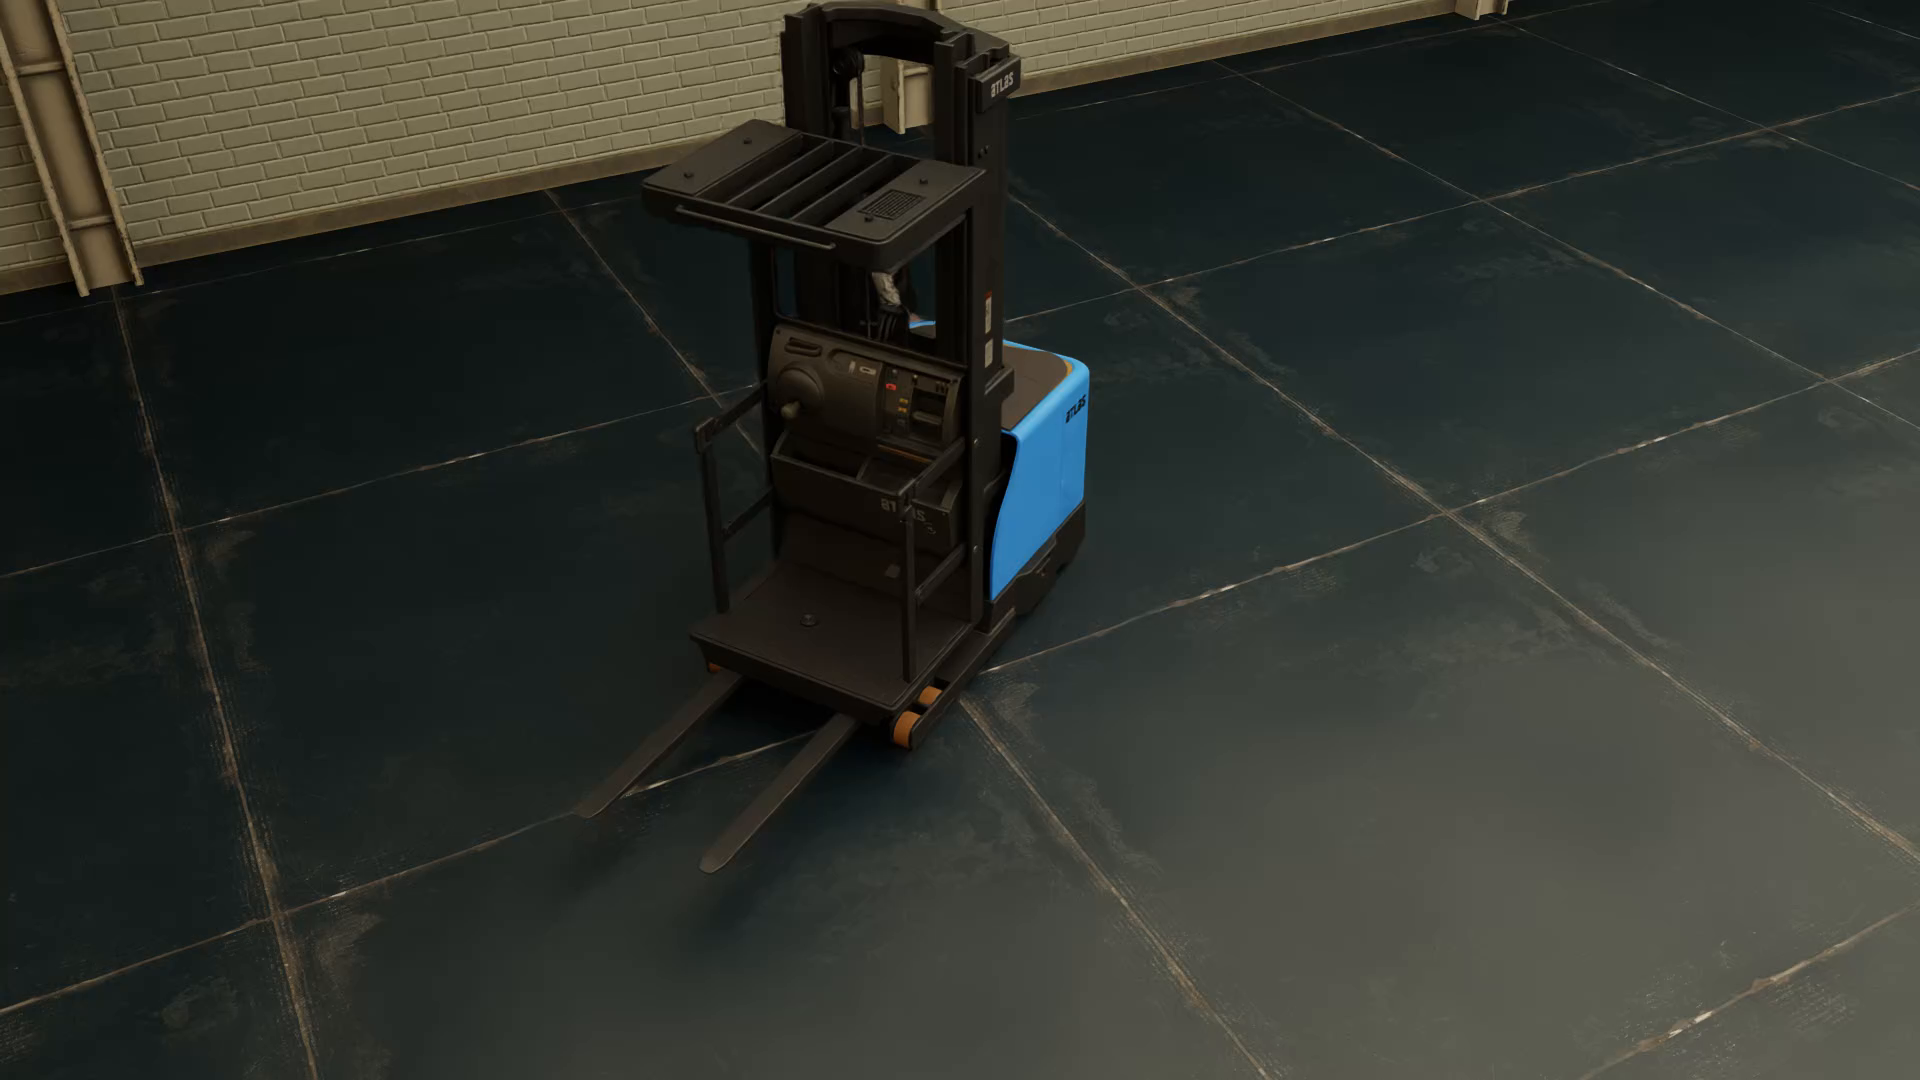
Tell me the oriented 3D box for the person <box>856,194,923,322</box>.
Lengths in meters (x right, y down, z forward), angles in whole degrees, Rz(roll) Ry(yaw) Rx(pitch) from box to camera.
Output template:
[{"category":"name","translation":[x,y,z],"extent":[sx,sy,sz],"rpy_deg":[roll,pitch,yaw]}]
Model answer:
[{"category":"person","translation":[-0.382,-1.285,9.105],"extent":[0.598,1.613,0.916],"rpy_deg":[-10,36,-14]}]

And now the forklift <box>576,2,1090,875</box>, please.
[{"category":"forklift","translation":[-0.519,-0.575,6.937],"extent":[1.130,2.935,3.031],"rpy_deg":[18,39,24]}]
